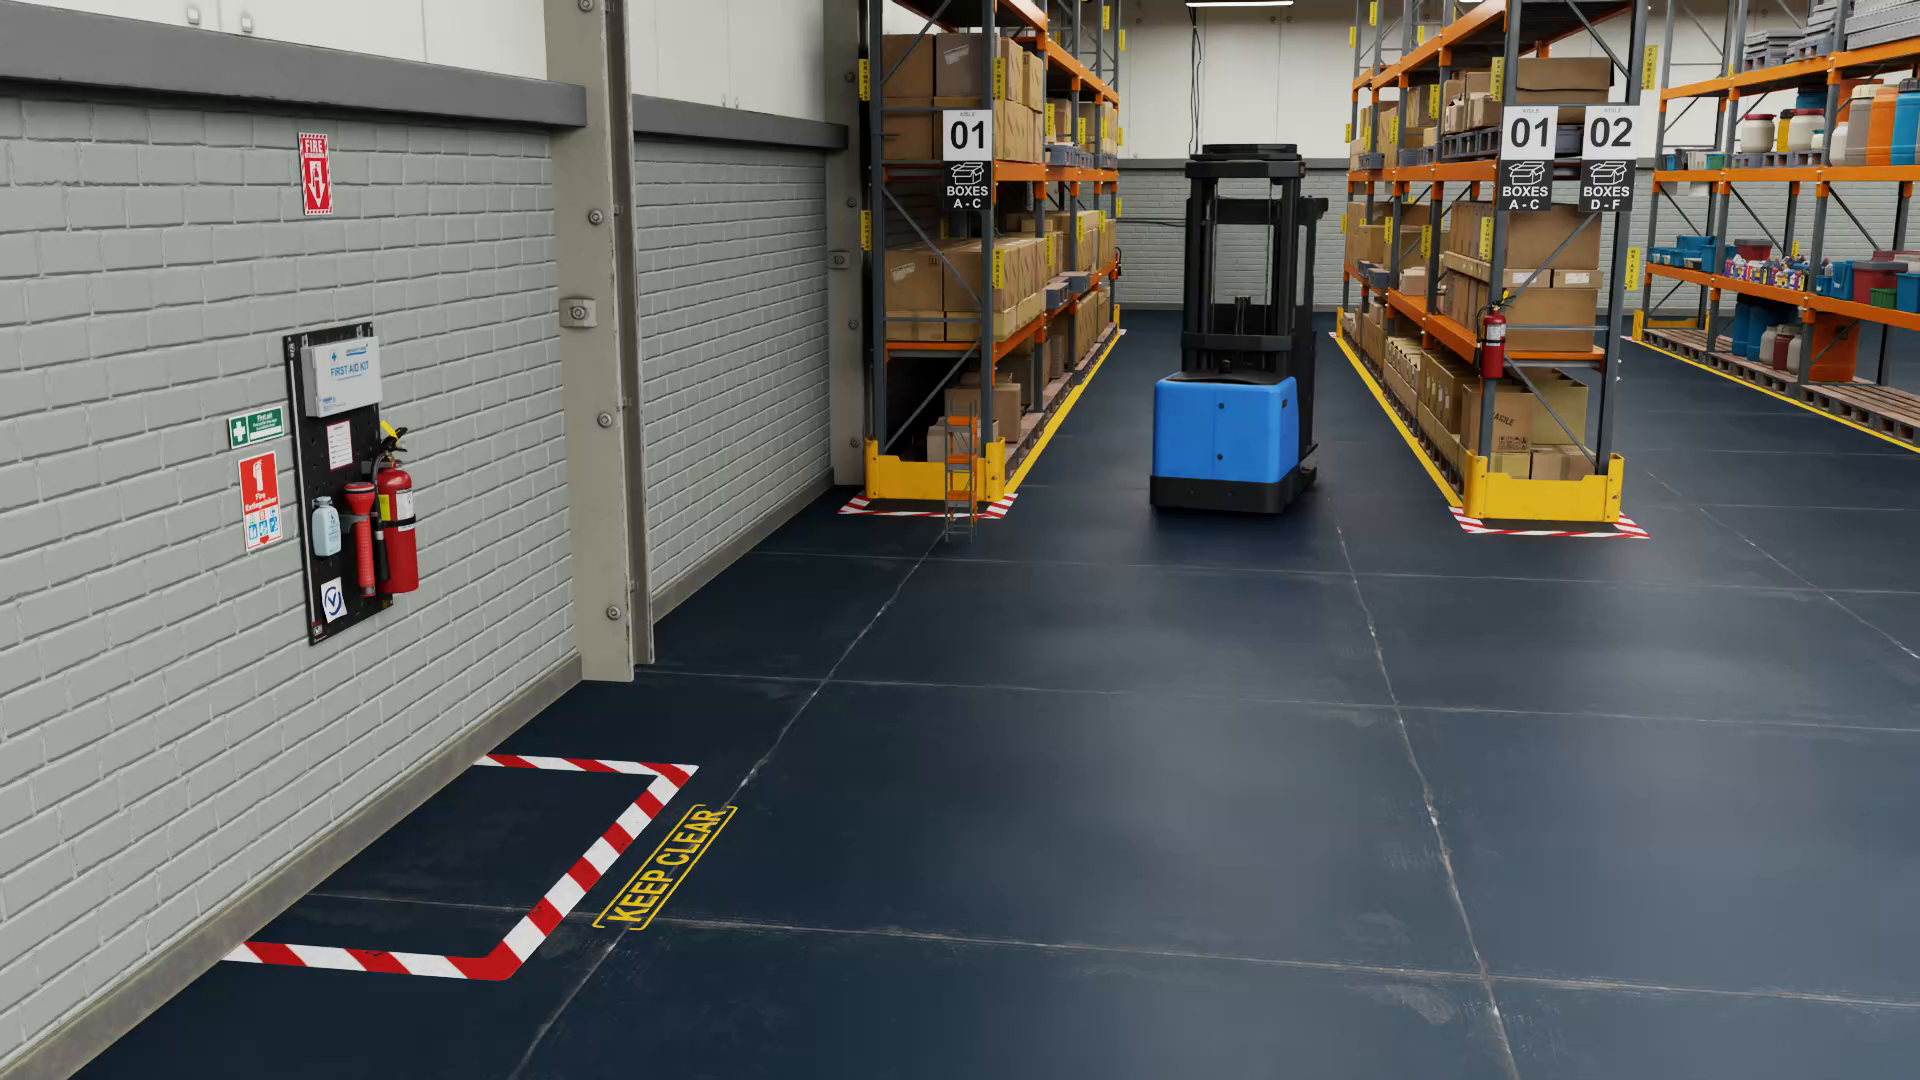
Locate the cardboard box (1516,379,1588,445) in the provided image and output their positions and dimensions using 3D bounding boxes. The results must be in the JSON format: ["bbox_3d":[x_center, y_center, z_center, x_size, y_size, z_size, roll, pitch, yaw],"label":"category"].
[{"bbox_3d":[5.047,-1.101,14.232,0.500,0.500,0.500,2,12,9],"label":"cardboard box"}]

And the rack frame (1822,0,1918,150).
[{"bbox_3d":[10.794,-6.101,19.445,1.000,3.000,0.127,2,12,9],"label":"rack frame"}]

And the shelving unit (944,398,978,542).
[{"bbox_3d":[0.008,-0.524,12.434,0.215,1.050,0.252,2,12,9],"label":"shelving unit"}]

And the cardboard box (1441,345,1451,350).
[{"bbox_3d":[5.909,-2.135,19.478,0.500,0.311,0.500,2,12,8],"label":"cardboard box"}]

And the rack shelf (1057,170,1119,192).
[{"bbox_3d":[1.928,-5.853,27.121,1.077,0.370,4.000,2,12,9],"label":"rack shelf"}]

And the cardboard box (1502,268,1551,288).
[{"bbox_3d":[4.541,-2.116,13.416,0.380,0.149,0.250,2,12,8],"label":"cardboard box"}]

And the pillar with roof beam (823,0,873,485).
[{"bbox_3d":[3.281,-4.791,13.366,9.100,9.000,0.400,2,12,9],"label":"pillar with roof beam"}]

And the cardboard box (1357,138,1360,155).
[{"bbox_3d":[6.559,-6.222,26.294,0.500,0.250,0.500,2,12,9],"label":"cardboard box"}]

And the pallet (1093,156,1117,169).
[{"bbox_3d":[2.132,-6.423,28.269,1.003,0.211,1.213,2,12,9],"label":"pallet"}]

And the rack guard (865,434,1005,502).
[{"bbox_3d":[-0.214,-0.618,14.175,1.175,0.500,0.348,2,12,9],"label":"rack guard"}]

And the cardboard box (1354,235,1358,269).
[{"bbox_3d":[6.494,-4.538,26.194,0.500,0.500,0.500,2,12,10],"label":"cardboard box"}]

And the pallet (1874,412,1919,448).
[{"bbox_3d":[10.262,-1.138,17.271,1.003,0.211,1.213,2,12,9],"label":"pallet"}]

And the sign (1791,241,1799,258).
[{"bbox_3d":[11.953,-4.118,23.827,0.100,0.325,0.005,2,12,9],"label":"sign"}]

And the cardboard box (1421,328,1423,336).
[{"bbox_3d":[6.328,-2.518,21.945,0.500,0.500,0.500,1,12,7],"label":"cardboard box"}]

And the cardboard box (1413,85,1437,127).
[{"bbox_3d":[5.974,-5.425,20.813,0.500,0.500,0.500,2,12,9],"label":"cardboard box"}]

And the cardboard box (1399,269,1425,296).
[{"bbox_3d":[5.572,-3.106,19.999,0.500,0.311,0.500,2,12,8],"label":"cardboard box"}]

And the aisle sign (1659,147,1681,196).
[{"bbox_3d":[11.742,-6.129,27.644,0.394,0.787,0.004,2,12,9],"label":"aisle sign"}]

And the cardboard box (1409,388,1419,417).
[{"bbox_3d":[5.063,-1.454,17.651,0.500,0.250,0.500,2,12,8],"label":"cardboard box"}]

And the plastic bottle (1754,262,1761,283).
[{"bbox_3d":[10.739,-3.590,22.338,0.097,0.271,0.097,0,12,0],"label":"plastic bottle"}]

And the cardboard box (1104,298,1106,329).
[{"bbox_3d":[2.073,-3.781,27.852,0.700,0.500,0.500,1,12,7],"label":"cardboard box"}]

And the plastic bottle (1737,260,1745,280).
[{"bbox_3d":[10.861,-3.755,23.103,0.097,0.271,0.097,0,12,0],"label":"plastic bottle"}]

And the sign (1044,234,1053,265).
[{"bbox_3d":[0.927,-3.064,17.537,0.100,0.325,0.005,2,12,9],"label":"sign"}]

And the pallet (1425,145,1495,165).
[{"bbox_3d":[5.408,-4.054,17.519,0.805,0.209,1.217,1,12,6],"label":"pallet"}]

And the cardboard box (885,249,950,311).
[{"bbox_3d":[-0.363,-2.232,14.261,0.500,0.500,0.500,2,12,8],"label":"cardboard box"}]

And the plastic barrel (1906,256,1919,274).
[{"bbox_3d":[10.782,-2.915,18.632,0.421,0.512,0.421,0,12,0],"label":"plastic barrel"}]

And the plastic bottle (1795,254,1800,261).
[{"bbox_3d":[11.591,-3.775,23.008,0.144,0.351,0.185,2,12,9],"label":"plastic bottle"}]

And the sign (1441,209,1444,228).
[{"bbox_3d":[7.065,-4.711,24.487,0.100,0.325,0.005,2,12,9],"label":"sign"}]

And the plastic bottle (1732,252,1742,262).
[{"bbox_3d":[11.029,-3.906,23.615,0.144,0.351,0.185,2,12,9],"label":"plastic bottle"}]

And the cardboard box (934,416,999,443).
[{"bbox_3d":[0.058,-0.985,15.281,0.500,0.311,0.500,3,13,13],"label":"cardboard box"}]

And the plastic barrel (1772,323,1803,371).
[{"bbox_3d":[11.026,-2.533,21.852,0.600,0.588,0.708,2,12,9],"label":"plastic barrel"}]

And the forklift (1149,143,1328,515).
[{"bbox_3d":[2.526,-1.903,14.369,1.130,2.935,3.031,4,13,20],"label":"forklift"}]

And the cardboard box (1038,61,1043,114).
[{"bbox_3d":[0.581,-4.558,16.744,0.500,0.500,0.500,1,12,4],"label":"cardboard box"}]

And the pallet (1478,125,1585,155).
[{"bbox_3d":[4.804,-3.234,13.470,1.003,0.211,1.213,2,12,9],"label":"pallet"}]

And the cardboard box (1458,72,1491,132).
[{"bbox_3d":[4.907,-3.949,15.004,0.797,0.503,0.637,3,13,15],"label":"cardboard box"}]

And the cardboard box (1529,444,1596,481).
[{"bbox_3d":[4.972,-0.630,13.827,0.500,0.250,0.500,2,12,9],"label":"cardboard box"}]

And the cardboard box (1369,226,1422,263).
[{"bbox_3d":[6.179,-4.180,23.536,0.700,0.500,0.500,4,13,18],"label":"cardboard box"}]

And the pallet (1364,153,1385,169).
[{"bbox_3d":[6.190,-5.188,22.771,1.213,0.211,1.003,2,12,9],"label":"pallet"}]

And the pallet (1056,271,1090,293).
[{"bbox_3d":[1.001,-3.244,20.882,1.213,0.211,1.003,2,12,9],"label":"pallet"}]

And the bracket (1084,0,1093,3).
[{"bbox_3d":[2.575,-11.006,33.657,0.235,0.232,0.430,2,12,9],"label":"bracket"}]

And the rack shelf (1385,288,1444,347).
[{"bbox_3d":[5.593,-2.562,18.969,1.077,0.370,4.000,2,12,9],"label":"rack shelf"}]

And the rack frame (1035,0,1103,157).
[{"bbox_3d":[1.620,-7.255,24.798,1.000,3.000,0.127,2,12,9],"label":"rack frame"}]

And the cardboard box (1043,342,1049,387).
[{"bbox_3d":[0.703,-2.123,20.115,0.700,0.500,0.500,2,12,8],"label":"cardboard box"}]

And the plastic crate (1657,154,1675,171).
[{"bbox_3d":[11.690,-6.165,27.172,0.497,0.269,0.590,2,12,9],"label":"plastic crate"}]

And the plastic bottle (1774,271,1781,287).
[{"bbox_3d":[10.611,-3.383,21.542,0.097,0.201,0.097,0,12,0],"label":"plastic bottle"}]

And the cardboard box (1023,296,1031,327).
[{"bbox_3d":[0.393,-2.172,15.759,0.500,0.250,0.500,2,12,9],"label":"cardboard box"}]

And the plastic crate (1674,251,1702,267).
[{"bbox_3d":[11.413,-4.404,26.065,0.416,0.233,0.300,2,12,9],"label":"plastic crate"}]

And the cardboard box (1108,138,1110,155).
[{"bbox_3d":[2.151,-6.317,26.689,0.500,0.250,0.500,2,12,7],"label":"cardboard box"}]

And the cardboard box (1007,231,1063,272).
[{"bbox_3d":[0.943,-3.655,21.054,0.700,0.500,0.500,0,12,2],"label":"cardboard box"}]

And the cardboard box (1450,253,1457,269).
[{"bbox_3d":[4.976,-2.708,16.160,0.380,0.149,0.250,2,12,7],"label":"cardboard box"}]

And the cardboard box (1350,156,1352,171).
[{"bbox_3d":[6.801,-6.290,27.794,0.500,0.250,0.500,2,12,9],"label":"cardboard box"}]

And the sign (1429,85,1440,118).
[{"bbox_3d":[4.748,-4.386,16.630,0.100,0.325,0.005,2,12,9],"label":"sign"}]

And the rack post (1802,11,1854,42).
[{"bbox_3d":[10.865,-6.217,20.159,0.954,0.300,0.937,2,12,9],"label":"rack post"}]

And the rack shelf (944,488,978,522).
[{"bbox_3d":[0.008,-0.242,12.495,0.215,0.259,0.240,2,12,9],"label":"rack shelf"}]

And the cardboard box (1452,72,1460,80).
[{"bbox_3d":[5.484,-4.709,17.681,0.500,0.500,0.500,3,13,14],"label":"cardboard box"}]

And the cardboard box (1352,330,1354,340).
[{"bbox_3d":[6.321,-3.192,25.907,0.380,0.149,0.250,2,12,9],"label":"cardboard box"}]

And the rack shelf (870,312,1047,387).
[{"bbox_3d":[0.082,-1.889,15.846,1.077,0.370,4.000,2,12,9],"label":"rack shelf"}]
